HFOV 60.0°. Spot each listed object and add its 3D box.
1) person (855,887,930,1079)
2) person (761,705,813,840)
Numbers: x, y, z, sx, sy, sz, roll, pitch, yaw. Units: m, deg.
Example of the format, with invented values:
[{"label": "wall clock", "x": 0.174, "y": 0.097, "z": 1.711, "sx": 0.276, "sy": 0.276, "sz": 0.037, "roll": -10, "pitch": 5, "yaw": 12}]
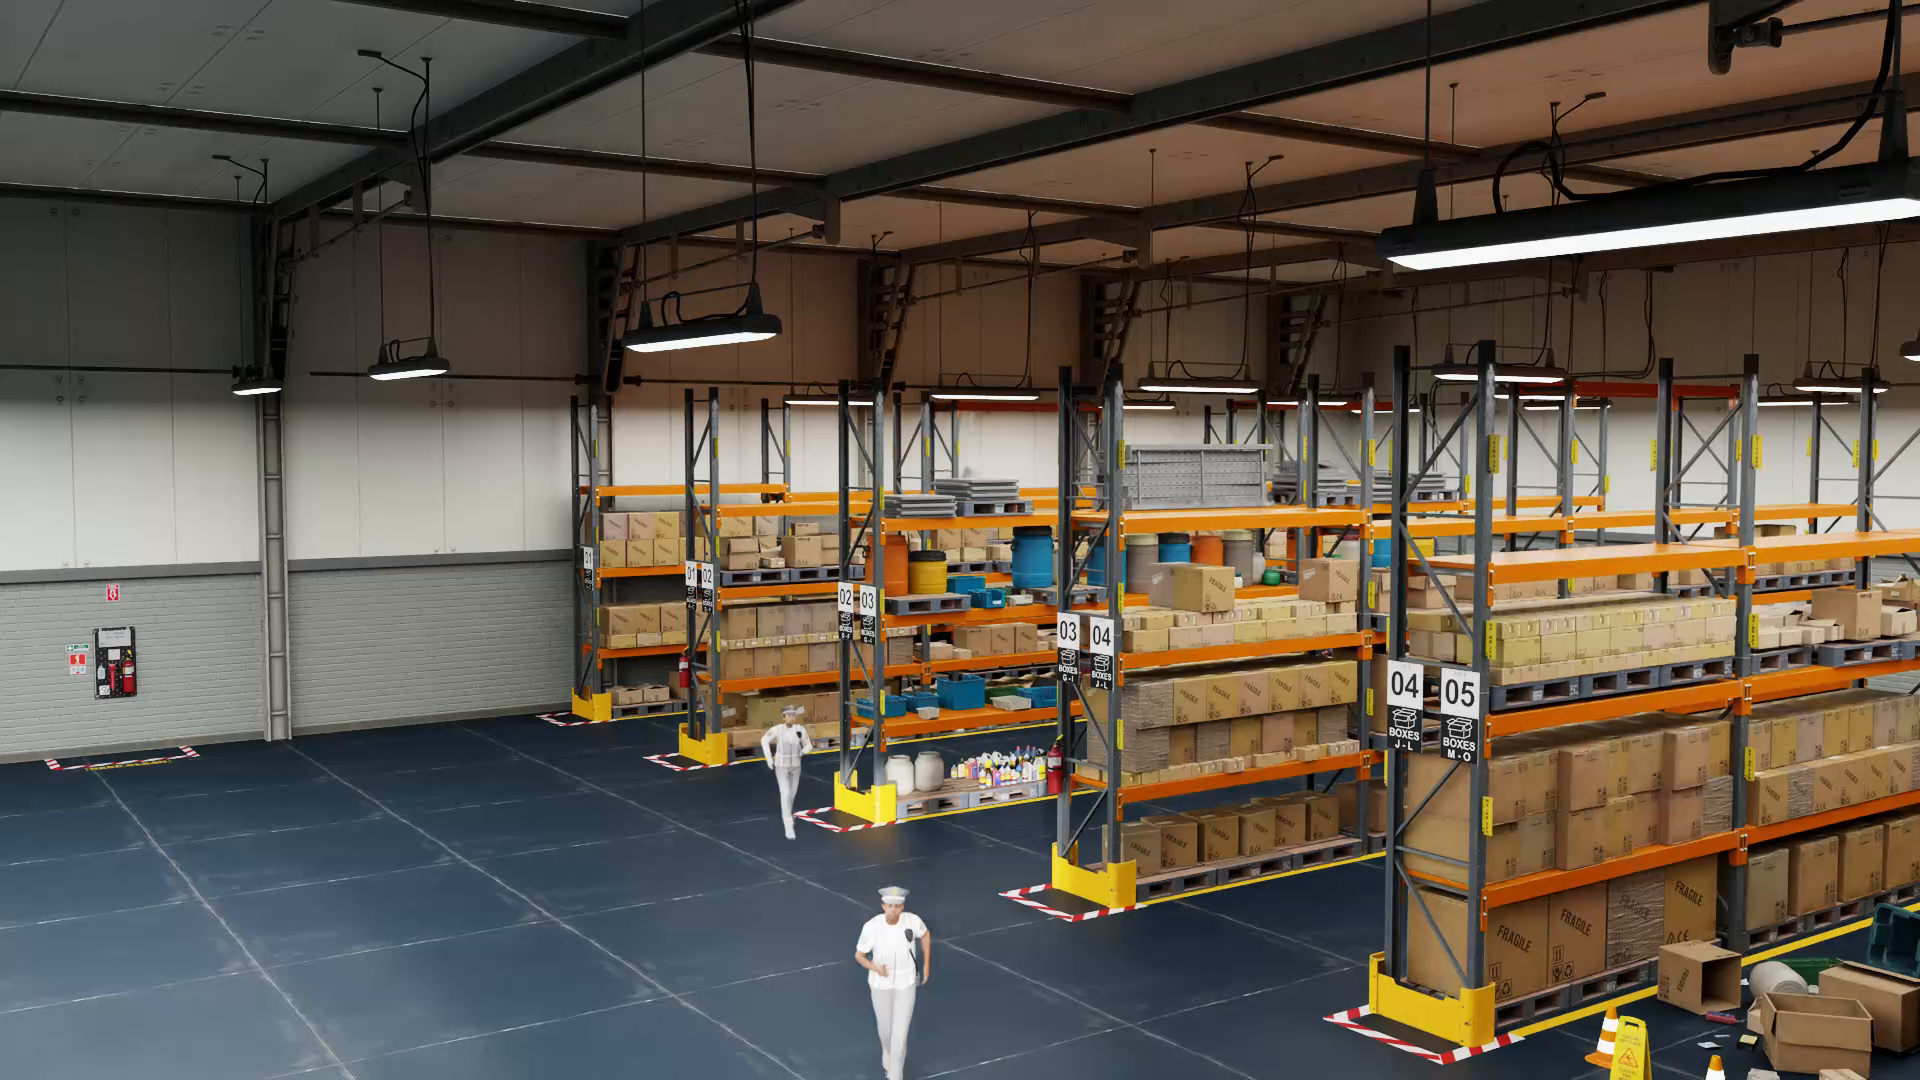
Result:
[{"label": "person", "x": -0.529, "y": 3.534, "z": 13.143, "sx": 0.600, "sy": 1.714, "sz": 0.970, "roll": 0, "pitch": 3, "yaw": -4}, {"label": "person", "x": -2.252, "y": 3.006, "z": 21.869, "sx": 0.628, "sy": 1.720, "sz": 0.832, "roll": -2, "pitch": 4, "yaw": -24}]
